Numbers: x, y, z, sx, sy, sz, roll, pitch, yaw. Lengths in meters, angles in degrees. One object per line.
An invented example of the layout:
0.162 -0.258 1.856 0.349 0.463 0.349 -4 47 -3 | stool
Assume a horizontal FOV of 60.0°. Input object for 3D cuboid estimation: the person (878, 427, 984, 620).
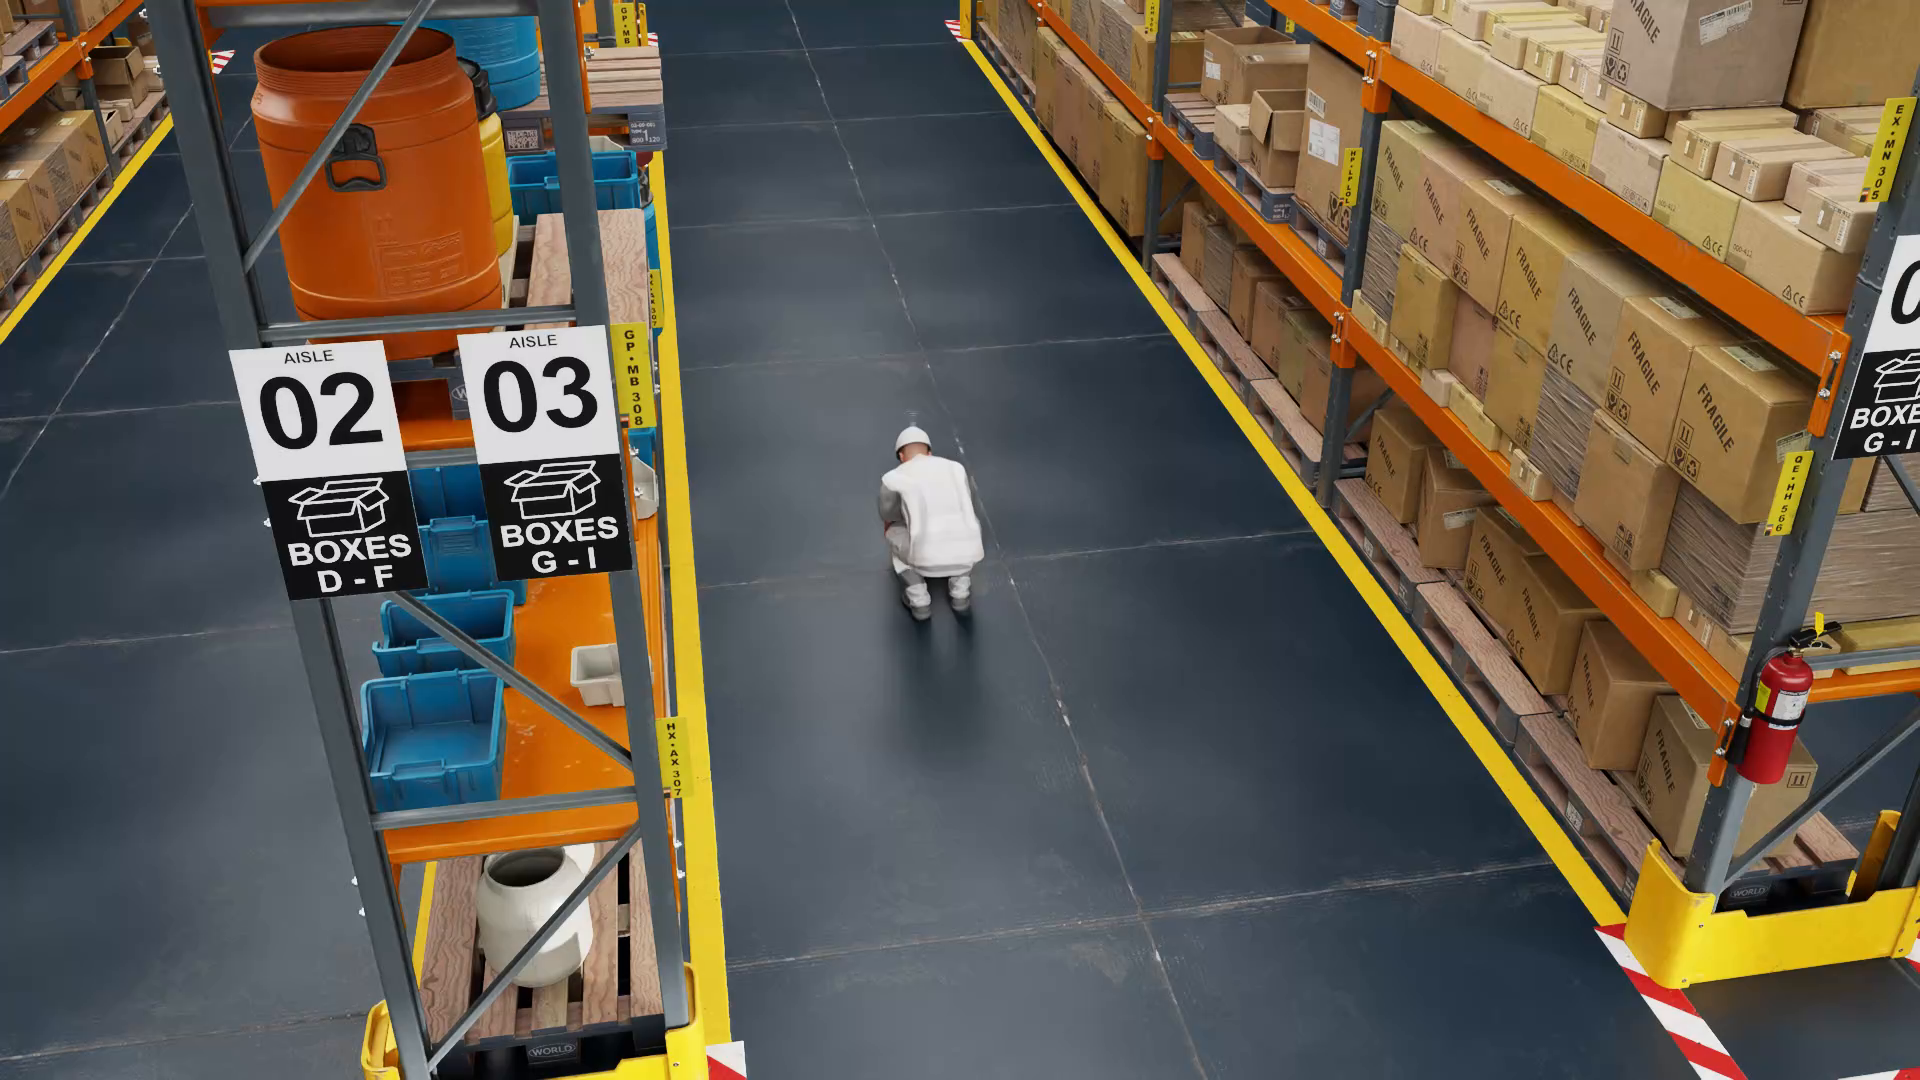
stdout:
-0.153 -0.078 9.167 0.544 0.877 0.889 -5 31 -9 | person
